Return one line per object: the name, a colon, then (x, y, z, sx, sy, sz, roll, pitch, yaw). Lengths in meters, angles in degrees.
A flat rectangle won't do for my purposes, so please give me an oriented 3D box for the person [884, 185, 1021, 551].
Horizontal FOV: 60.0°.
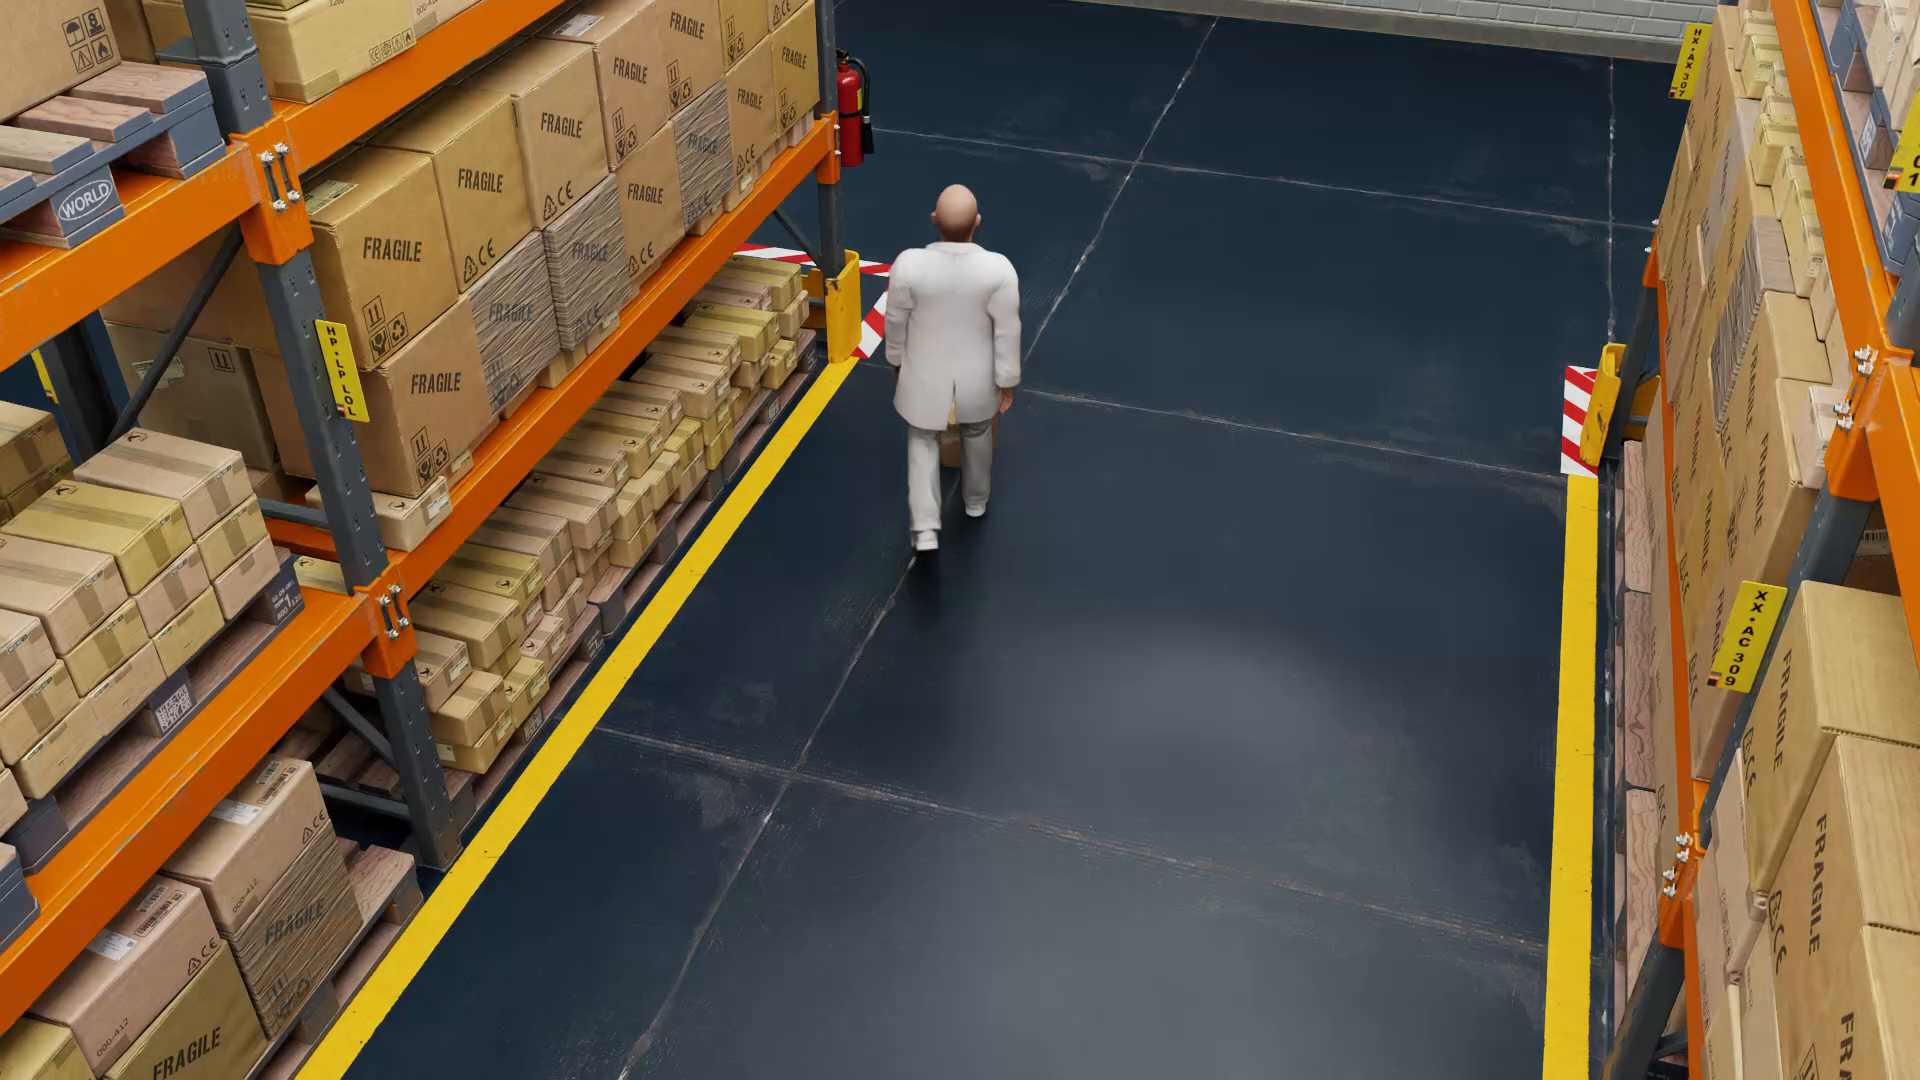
person: (-0.032, -0.755, 7.178, 0.581, 1.748, 0.909, -1, 37, -1)
